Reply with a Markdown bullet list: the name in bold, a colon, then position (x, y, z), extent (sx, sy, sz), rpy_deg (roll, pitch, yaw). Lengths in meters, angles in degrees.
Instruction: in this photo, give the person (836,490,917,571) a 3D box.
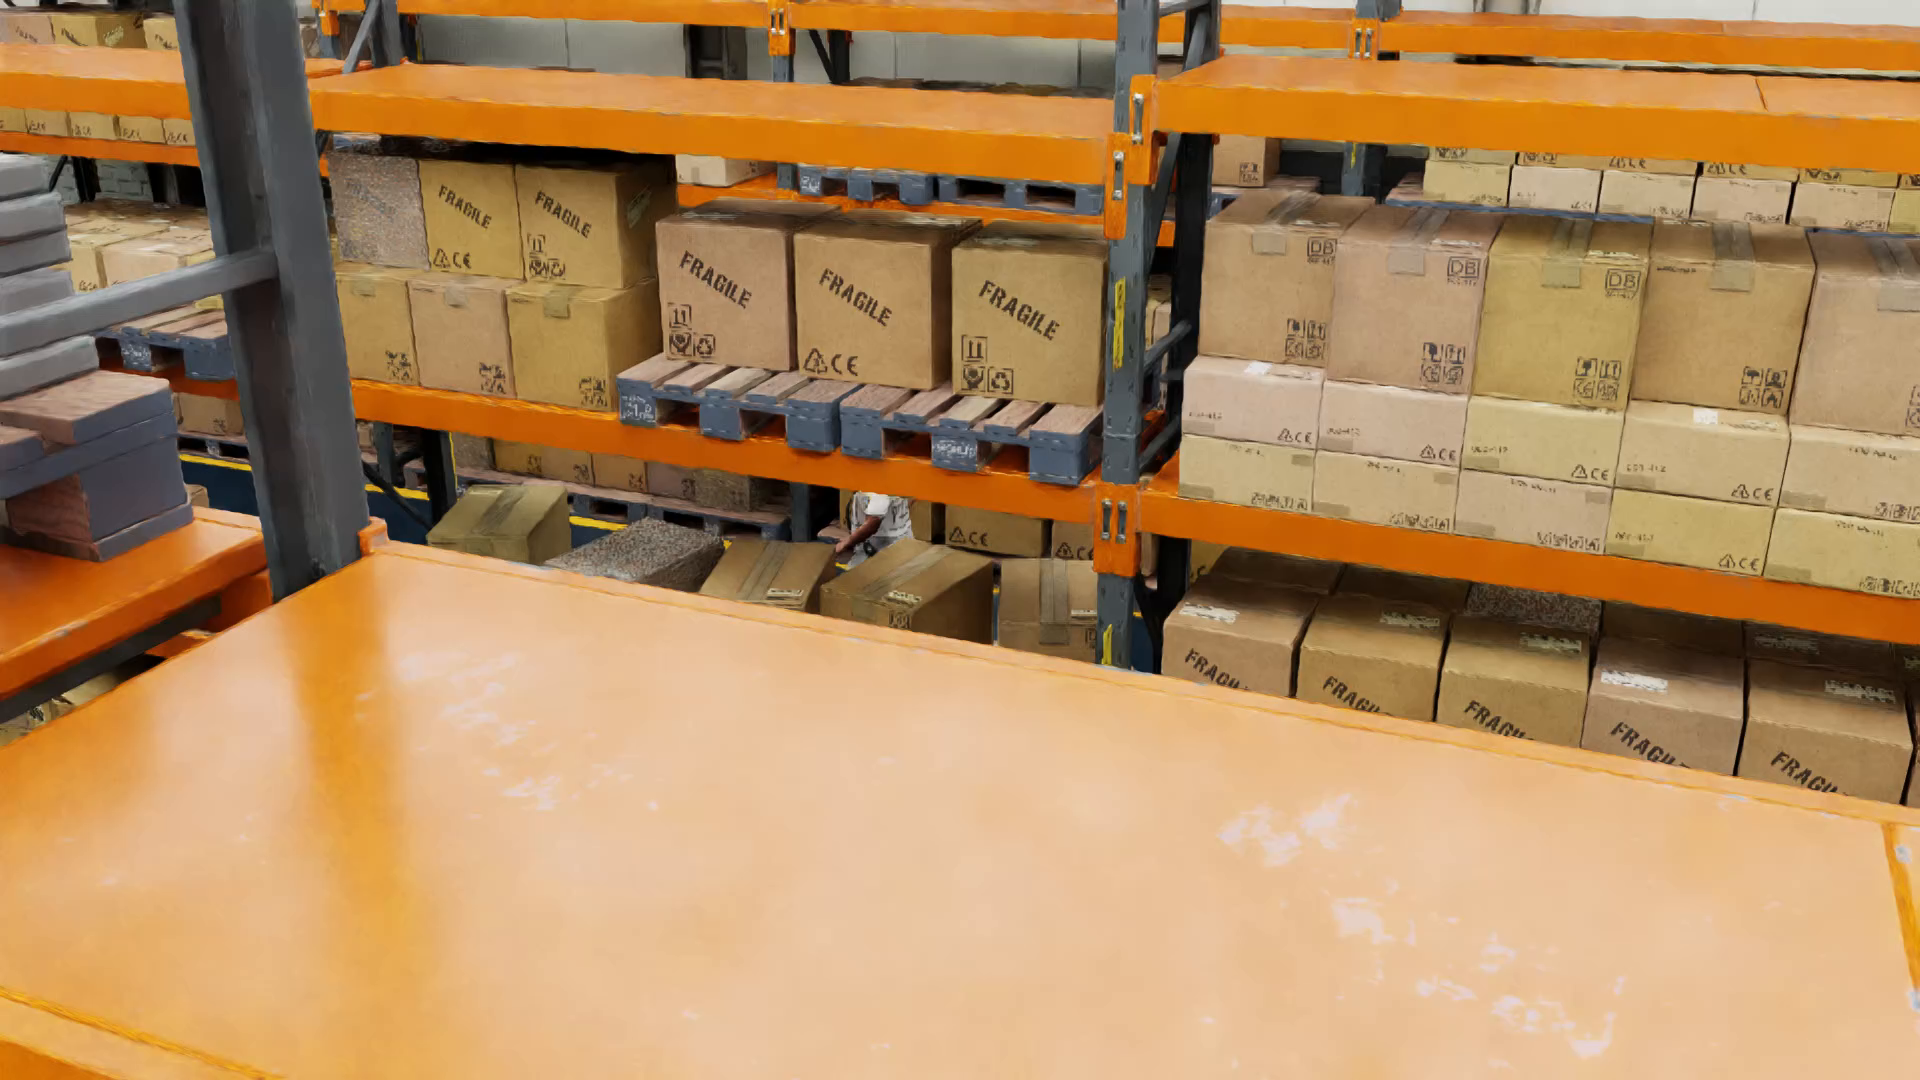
- **person**: position (-0.561, 0.043, 10.831), extent (0.514, 1.753, 0.687), rpy_deg (4, 23, 10)
